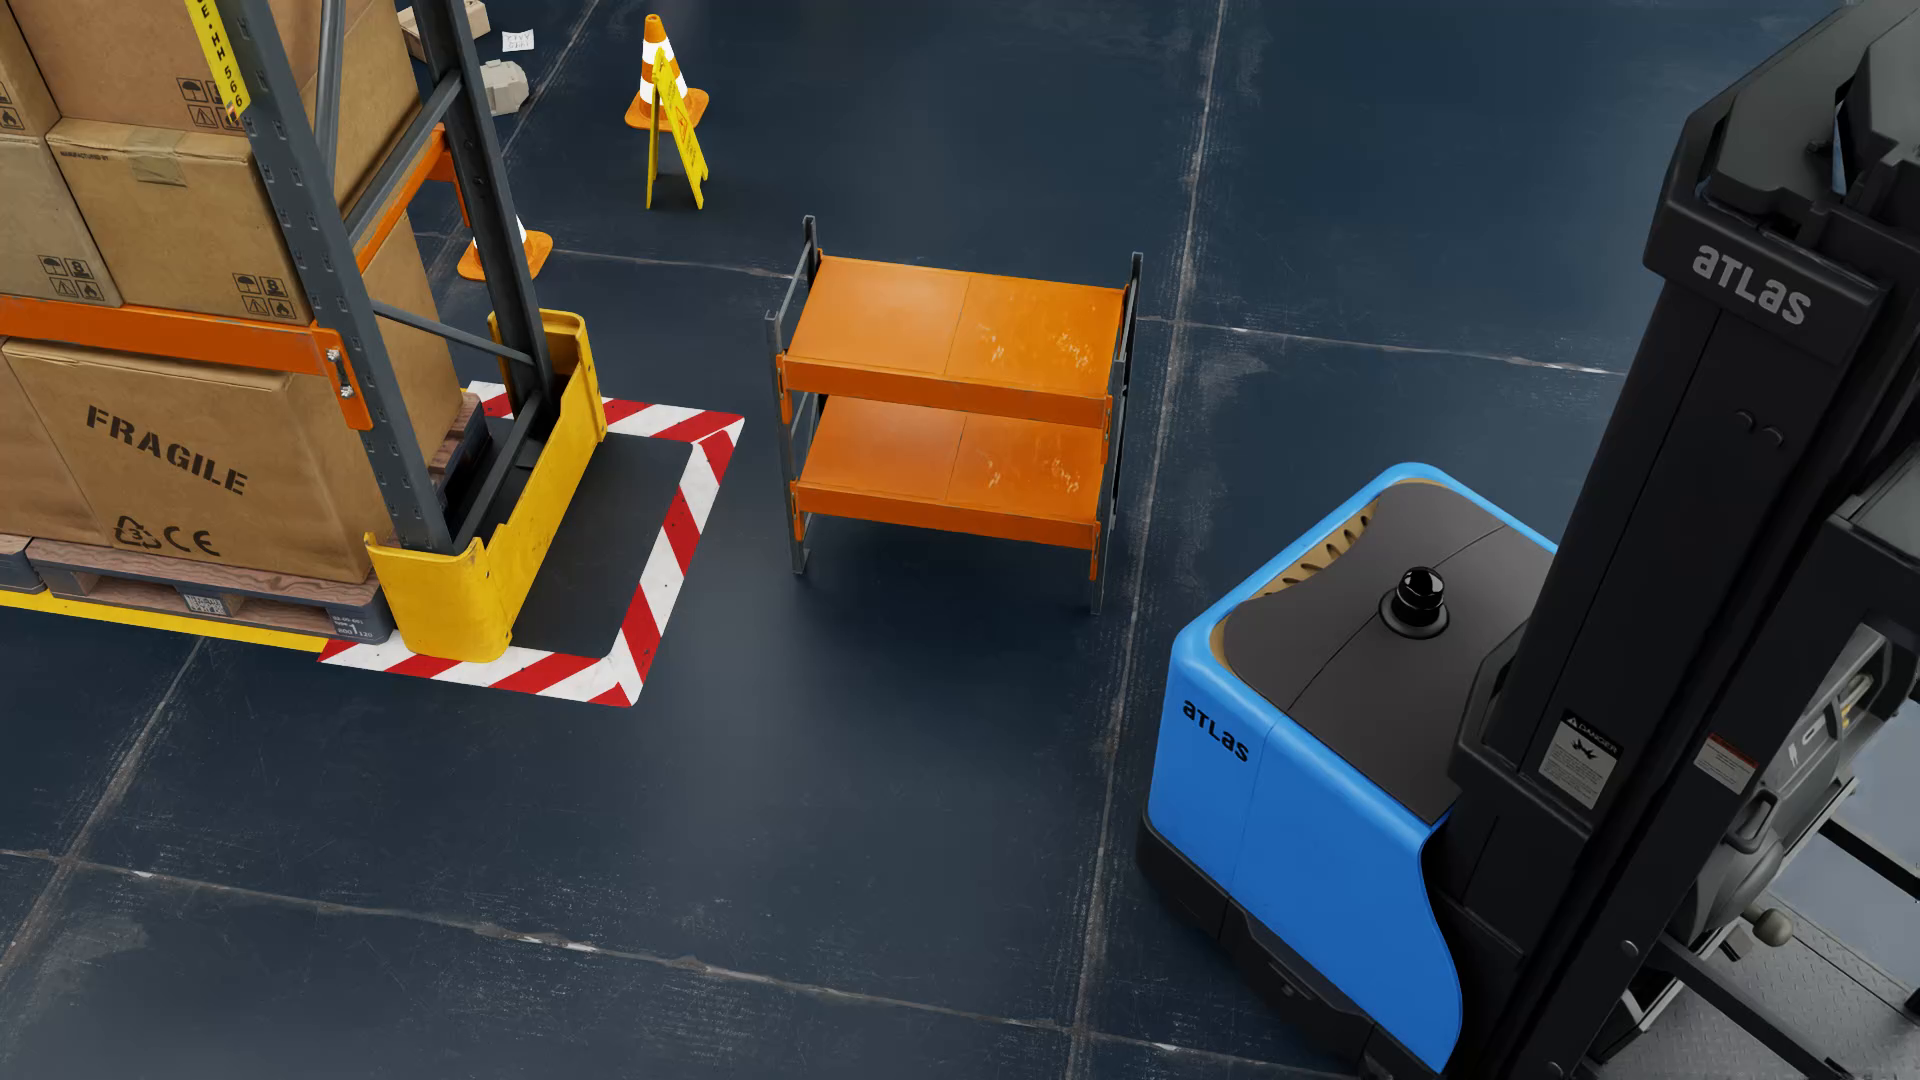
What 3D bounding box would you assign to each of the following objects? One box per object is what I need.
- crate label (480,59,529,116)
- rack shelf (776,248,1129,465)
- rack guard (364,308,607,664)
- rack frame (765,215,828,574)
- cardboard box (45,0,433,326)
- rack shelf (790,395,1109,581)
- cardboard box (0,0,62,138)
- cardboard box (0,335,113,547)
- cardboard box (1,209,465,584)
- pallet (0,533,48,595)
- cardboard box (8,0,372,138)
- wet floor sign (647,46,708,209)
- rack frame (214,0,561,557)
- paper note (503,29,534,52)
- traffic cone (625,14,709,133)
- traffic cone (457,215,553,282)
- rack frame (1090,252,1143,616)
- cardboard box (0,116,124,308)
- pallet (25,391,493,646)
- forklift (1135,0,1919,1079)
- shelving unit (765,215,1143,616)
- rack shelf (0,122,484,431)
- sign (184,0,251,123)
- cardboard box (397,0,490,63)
[{"bbox_3d":[-2.103,-2.042,7.493,0.298,0.136,0.250,-15,50,-13],"label":"crate label"},{"bbox_3d":[-0.007,-0.572,5.115,1.000,0.278,0.538,8,49,7],"label":"rack shelf"},{"bbox_3d":[-1.560,-0.210,5.602,0.348,0.500,1.175,8,49,7],"label":"rack guard"},{"bbox_3d":[-0.507,-0.444,5.393,0.032,1.125,0.500,8,49,7],"label":"rack frame"},{"bbox_3d":[-1.957,-1.115,4.634,0.550,0.550,0.875,8,49,7],"label":"cardboard box"},{"bbox_3d":[-0.007,-0.213,5.514,1.000,0.278,0.538,8,49,7],"label":"rack shelf"},{"bbox_3d":[-2.500,-1.542,4.292,0.550,0.550,0.875,8,49,7],"label":"cardboard box"},{"bbox_3d":[-3.129,-0.635,5.450,0.875,0.875,0.875,7,48,6],"label":"cardboard box"},{"bbox_3d":[-2.263,-0.520,5.347,0.875,0.875,0.875,8,49,7],"label":"cardboard box"},{"bbox_3d":[-3.582,-0.328,5.903,1.213,0.211,1.003,8,49,7],"label":"pallet"},{"bbox_3d":[-1.942,-1.537,4.288,0.550,0.550,0.875,8,49,7],"label":"cardboard box"},{"bbox_3d":[-1.203,-1.707,6.850,0.232,0.644,0.267,0,48,0],"label":"wet floor sign"},{"bbox_3d":[-1.584,-1.048,4.676,0.127,3.000,1.000,8,49,7],"label":"rack frame"},{"bbox_3d":[-2.087,-2.361,7.851,0.142,0.019,0.148,-7,48,-7],"label":"paper note"},{"bbox_3d":[-1.318,-2.092,7.319,0.334,0.463,0.336,8,49,7],"label":"traffic cone"},{"bbox_3d":[-1.854,-1.310,6.616,0.334,0.463,0.336,8,49,7],"label":"traffic cone"},{"bbox_3d":[0.494,-0.310,5.272,0.032,1.125,0.500,8,49,7],"label":"rack frame"},{"bbox_3d":[-2.502,-1.171,4.685,0.550,0.550,0.875,8,49,7],"label":"cardboard box"},{"bbox_3d":[-2.385,-0.165,5.756,1.213,0.211,1.003,8,49,7],"label":"pallet"},{"bbox_3d":[1.875,0.551,3.285,1.130,2.935,3.031,-34,57,-27],"label":"forklift"},{"bbox_3d":[-0.007,-0.377,5.332,1.048,1.125,0.538,8,49,7],"label":"shelving unit"},{"bbox_3d":[-3.552,-1.073,5.181,4.000,0.370,1.077,8,49,7],"label":"rack shelf"},{"bbox_3d":[-1.694,-1.119,3.801,0.005,0.325,0.100,8,49,7],"label":"sign"},{"bbox_3d":[-2.451,-2.427,7.831,0.250,0.149,0.380,32,56,26],"label":"cardboard box"}]
